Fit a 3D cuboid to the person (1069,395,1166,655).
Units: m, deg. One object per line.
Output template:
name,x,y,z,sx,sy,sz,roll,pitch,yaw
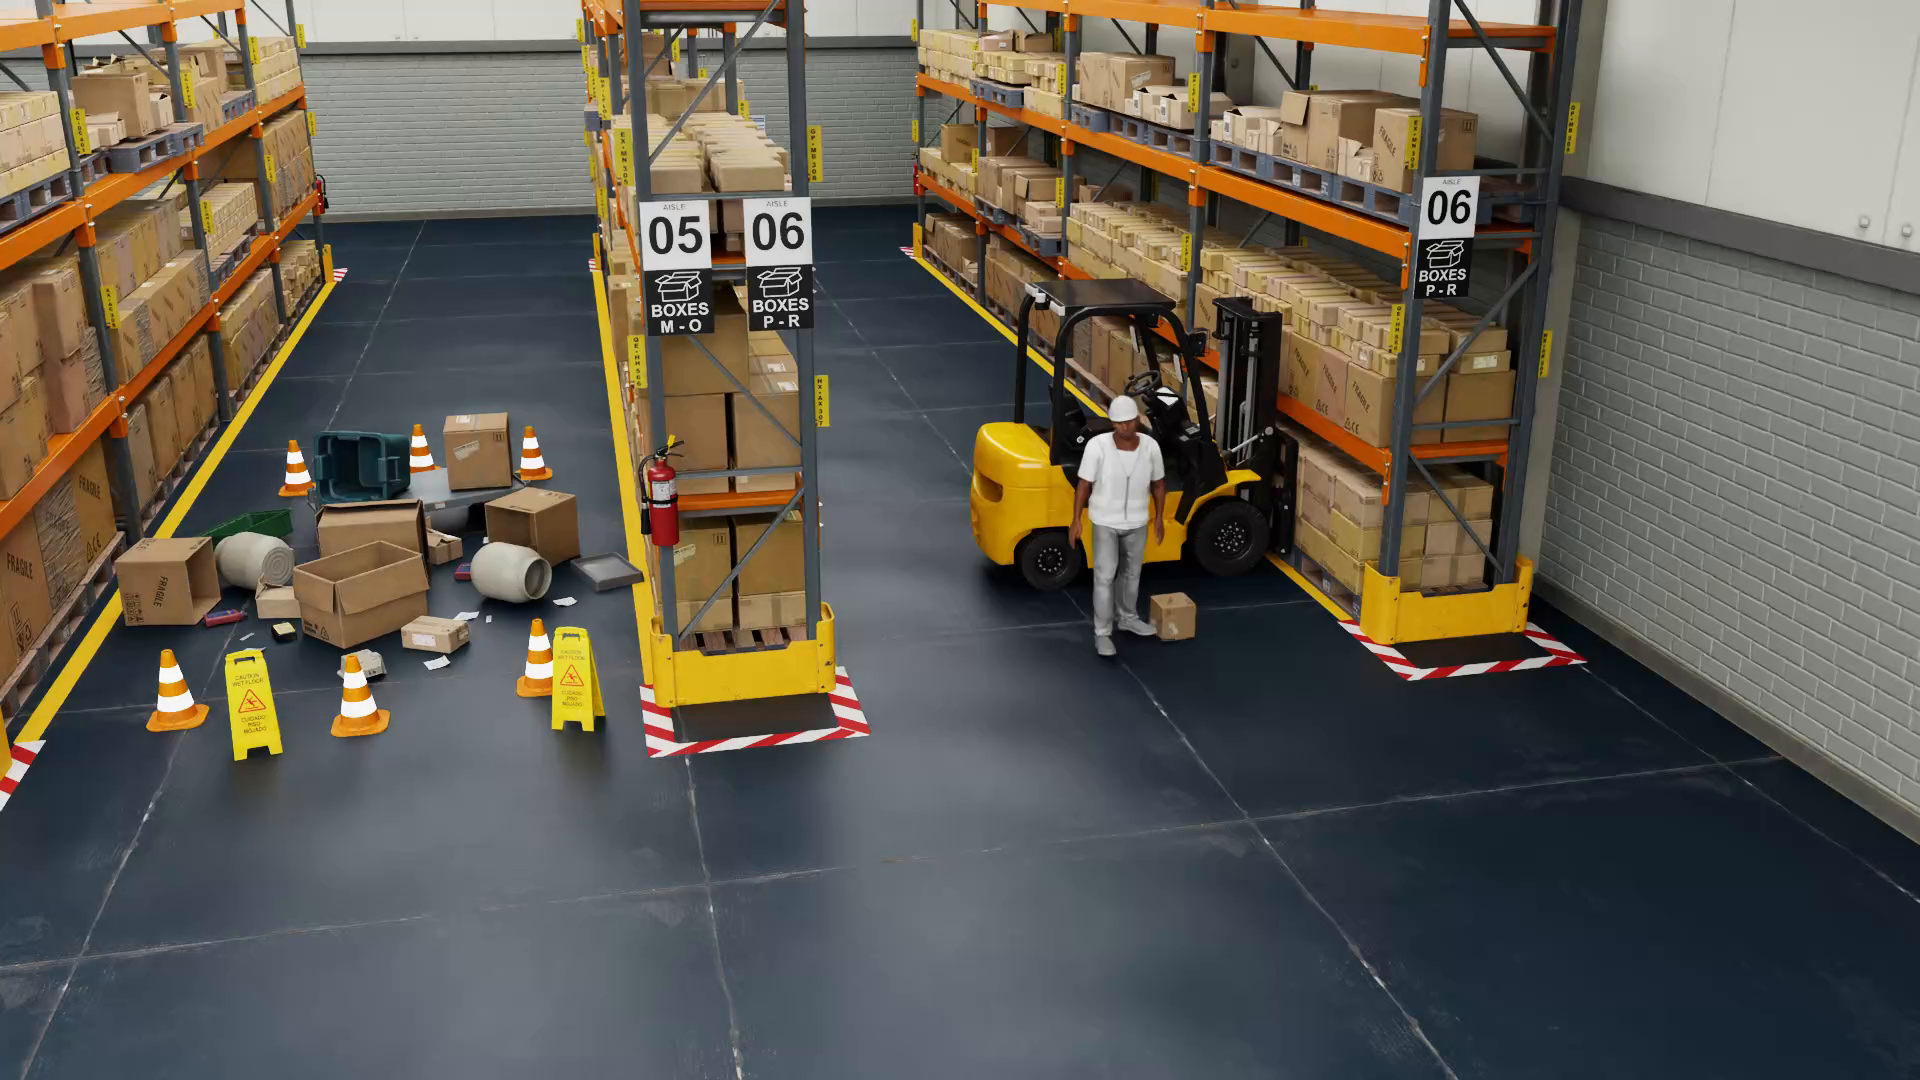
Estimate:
person,1.077,-0.108,11.294,0.699,1.767,0.577,-5,20,-13
